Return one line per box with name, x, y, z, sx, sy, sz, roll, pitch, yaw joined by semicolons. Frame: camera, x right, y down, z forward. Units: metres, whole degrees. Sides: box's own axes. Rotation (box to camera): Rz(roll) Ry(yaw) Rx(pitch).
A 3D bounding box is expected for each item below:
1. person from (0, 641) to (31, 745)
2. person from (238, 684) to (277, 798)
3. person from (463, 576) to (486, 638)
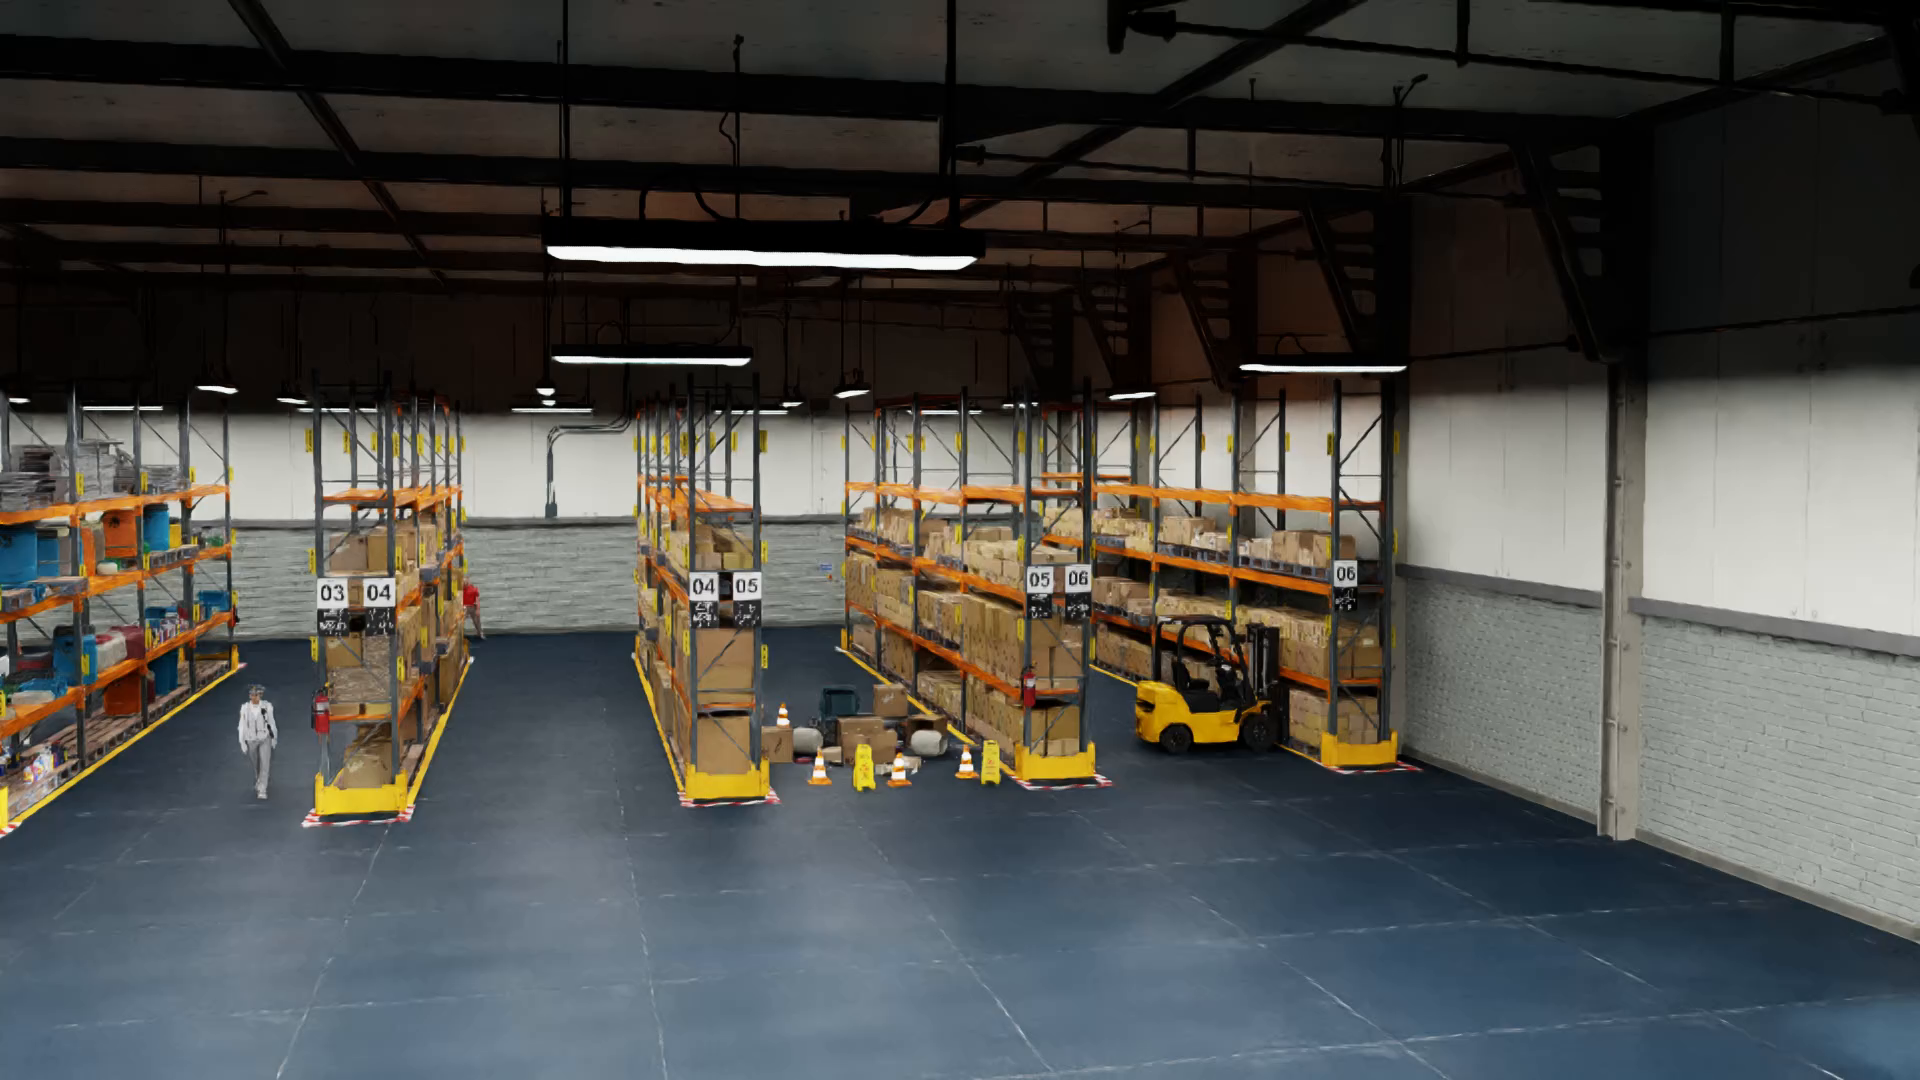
person;-15.694;2.531;27.757;0.750;1.737;0.748;-1;3;-10
person;-9.994;2.822;23.638;0.495;1.589;1.086;-1;3;-11
person;-12.449;1.730;42.230;0.584;1.664;0.978;0;3;8
